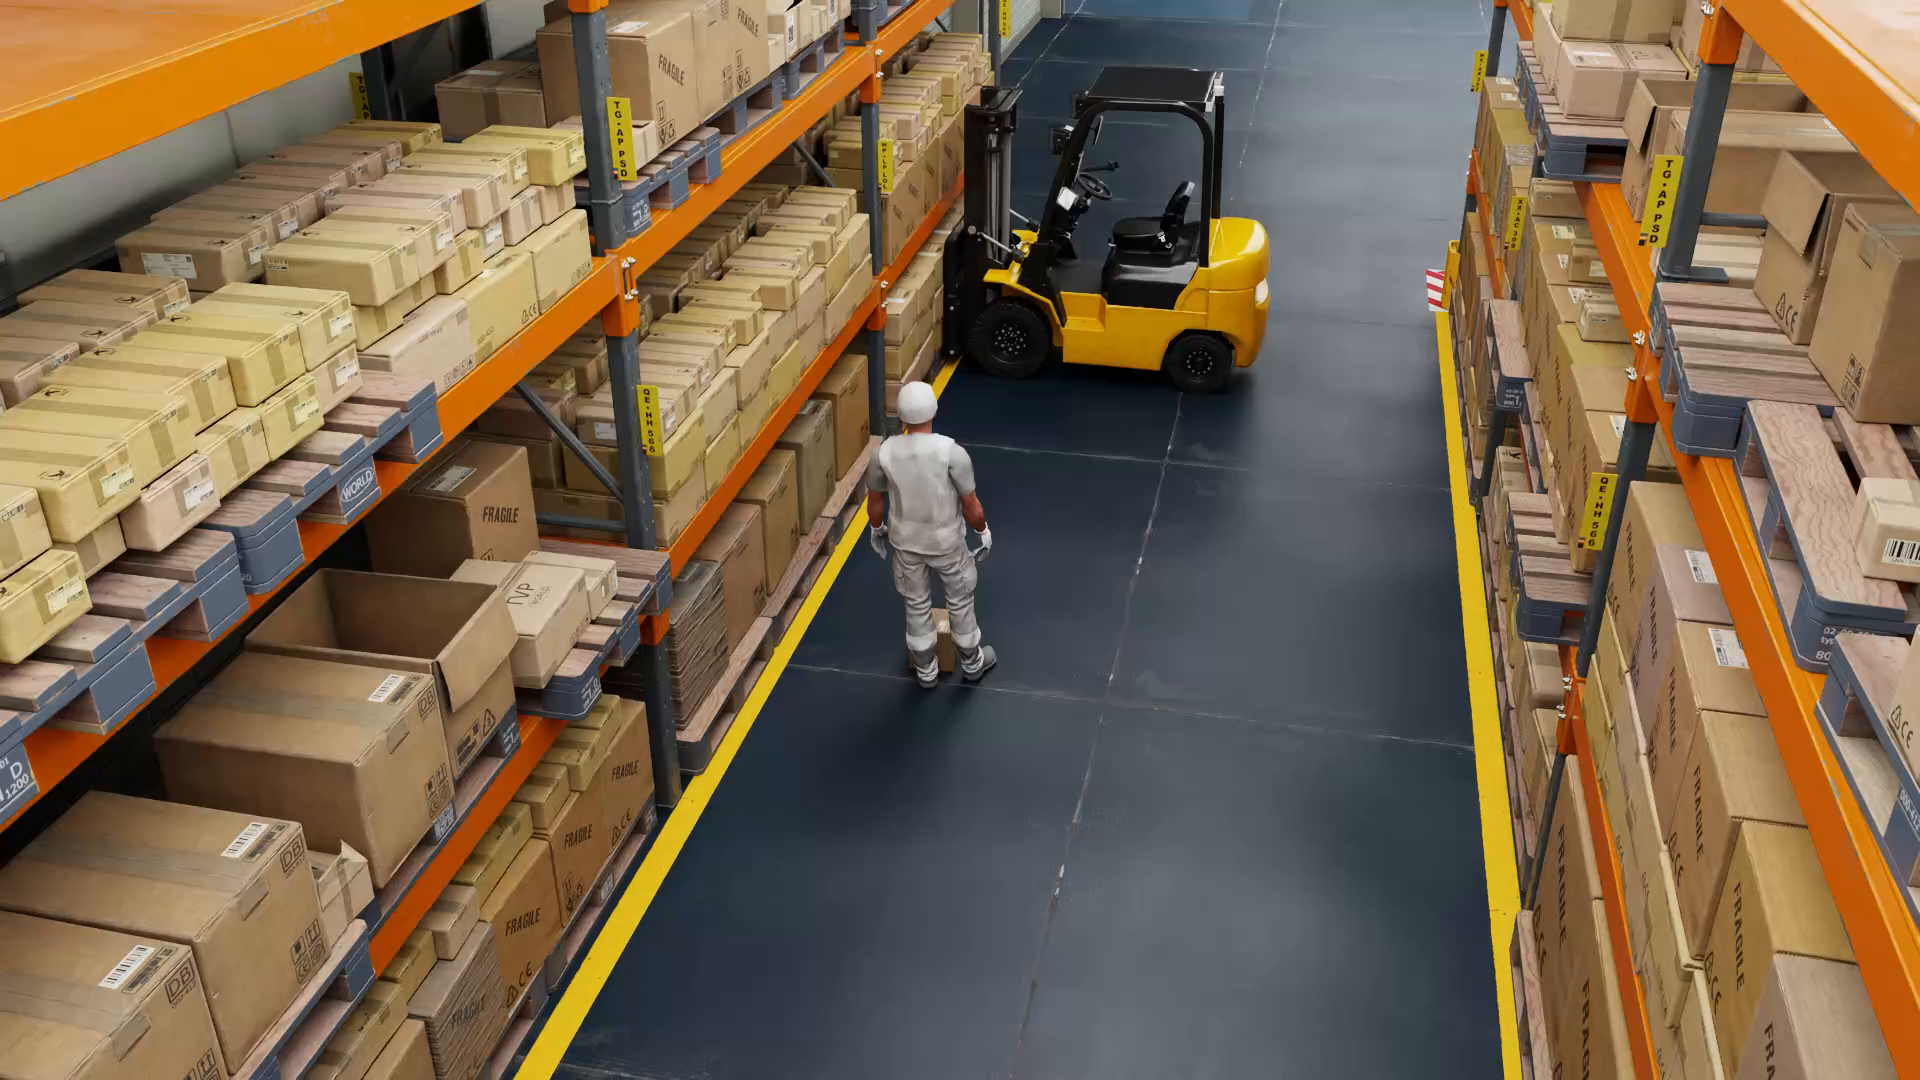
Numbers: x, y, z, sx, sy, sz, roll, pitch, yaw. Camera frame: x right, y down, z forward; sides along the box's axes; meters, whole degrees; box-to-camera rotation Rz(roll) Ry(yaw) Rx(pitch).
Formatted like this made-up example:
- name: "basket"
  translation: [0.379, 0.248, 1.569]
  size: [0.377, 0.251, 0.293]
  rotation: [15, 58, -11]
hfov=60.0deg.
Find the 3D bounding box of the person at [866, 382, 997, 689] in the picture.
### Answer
- name: "person"
  translation: [-0.142, -0.041, 8.654]
  size: [0.637, 1.790, 0.562]
  rotation: [6, 29, 11]
